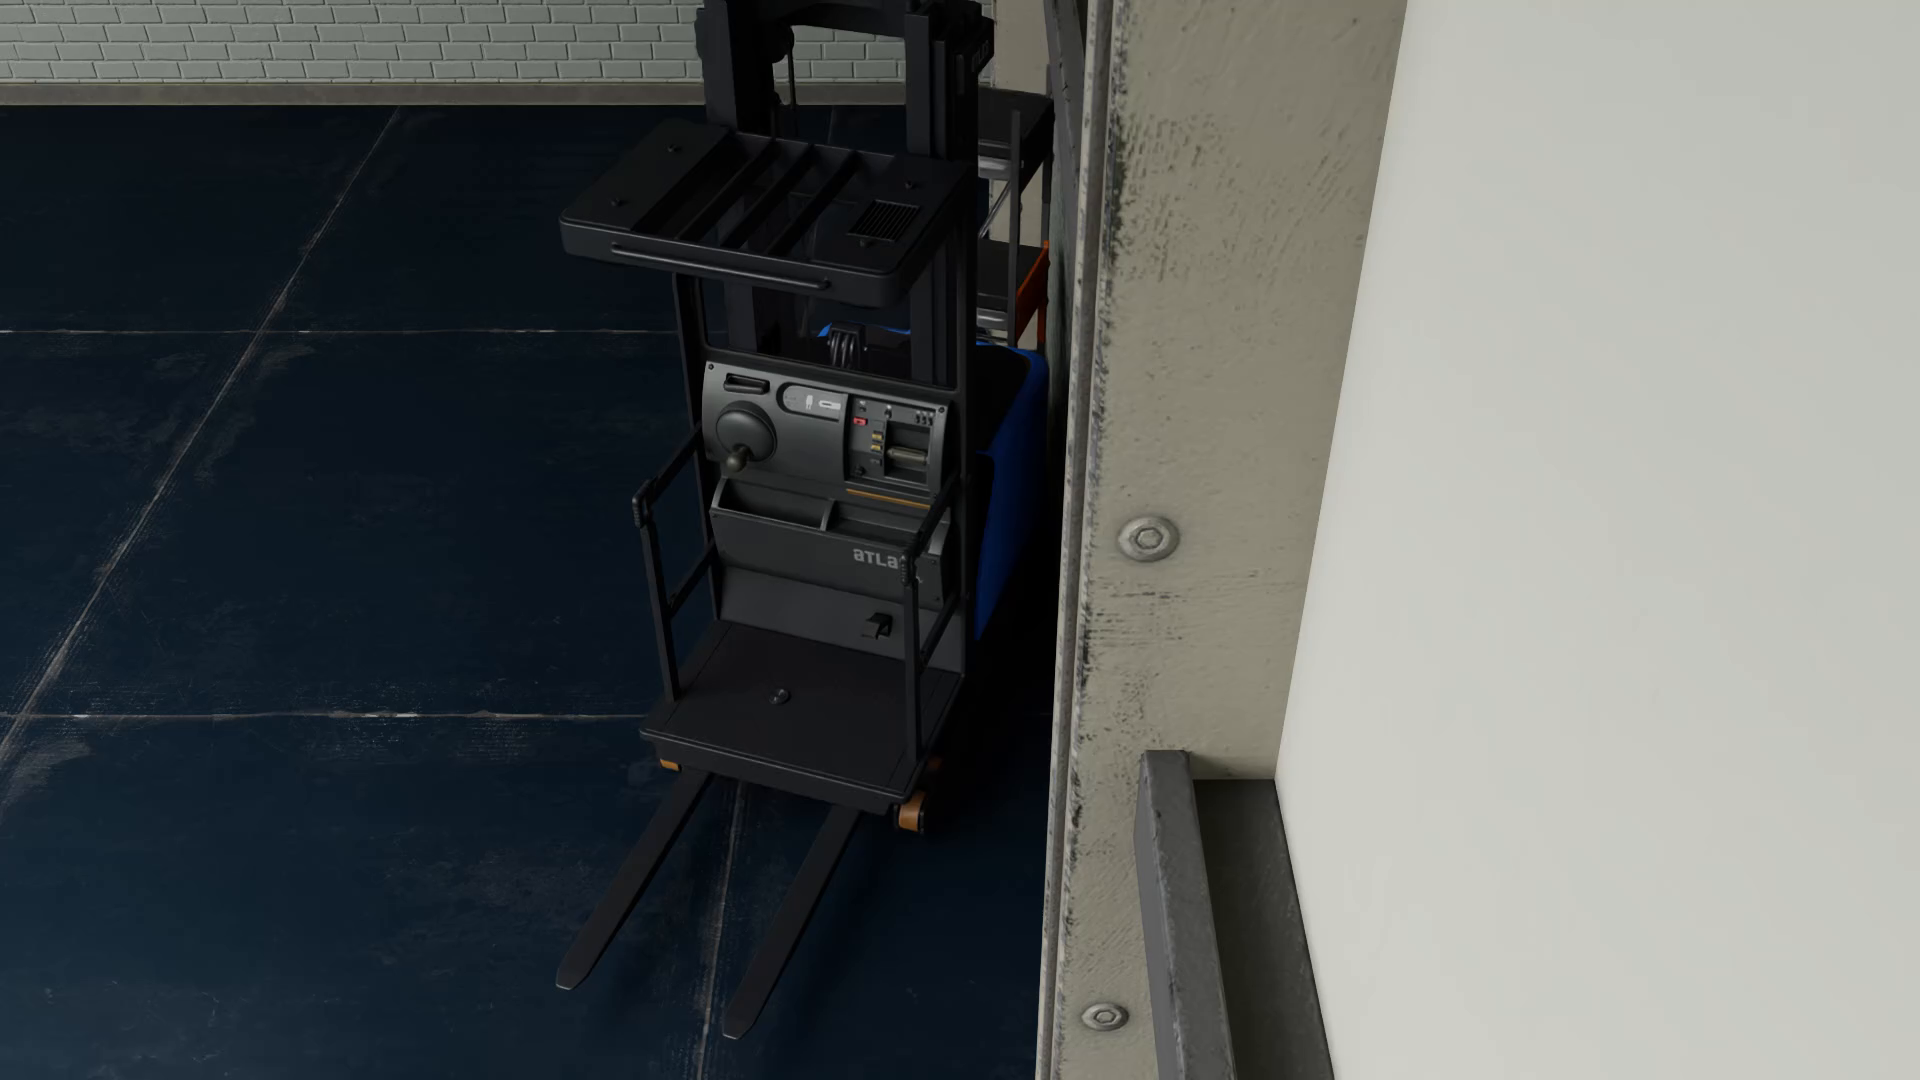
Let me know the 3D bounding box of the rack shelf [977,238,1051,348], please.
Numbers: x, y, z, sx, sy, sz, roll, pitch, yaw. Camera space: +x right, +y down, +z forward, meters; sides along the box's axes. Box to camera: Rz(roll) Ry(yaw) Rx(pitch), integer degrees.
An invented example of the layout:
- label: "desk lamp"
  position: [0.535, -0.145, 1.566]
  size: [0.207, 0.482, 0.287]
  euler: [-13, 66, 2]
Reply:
- label: "rack shelf"
  position: [0.123, -1.015, 7.359]
  size: [0.431, 0.518, 0.480]
  euler: [12, 40, 14]

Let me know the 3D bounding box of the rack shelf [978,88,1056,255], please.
- label: "rack shelf"
  position: [0.124, -1.561, 6.921]
  size: [0.431, 0.518, 0.480]
  euler: [12, 40, 14]

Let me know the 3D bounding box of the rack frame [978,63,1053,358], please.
- label: "rack frame"
  position: [0.200, -1.170, 7.531]
  size: [0.400, 2.100, 0.015]
  euler: [12, 40, 14]

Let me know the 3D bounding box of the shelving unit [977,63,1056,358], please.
- label: "shelving unit"
  position: [0.123, -1.025, 7.350]
  size: [0.431, 2.100, 0.503]
  euler: [12, 40, 14]

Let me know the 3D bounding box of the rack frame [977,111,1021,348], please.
- label: "rack frame"
  position: [0.047, -0.881, 7.170]
  size: [0.400, 2.100, 0.015]
  euler: [12, 40, 14]

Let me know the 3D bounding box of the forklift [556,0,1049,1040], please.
- label: "forklift"
  position: [-0.555, -0.318, 5.803]
  size: [1.130, 2.935, 3.031]
  euler: [12, 40, 14]

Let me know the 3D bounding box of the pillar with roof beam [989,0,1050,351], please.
- label: "pillar with roof beam"
  position: [-3.994, -4.662, 6.372]
  size: [9.100, 9.000, 0.400]
  euler: [0, 39, 0]
